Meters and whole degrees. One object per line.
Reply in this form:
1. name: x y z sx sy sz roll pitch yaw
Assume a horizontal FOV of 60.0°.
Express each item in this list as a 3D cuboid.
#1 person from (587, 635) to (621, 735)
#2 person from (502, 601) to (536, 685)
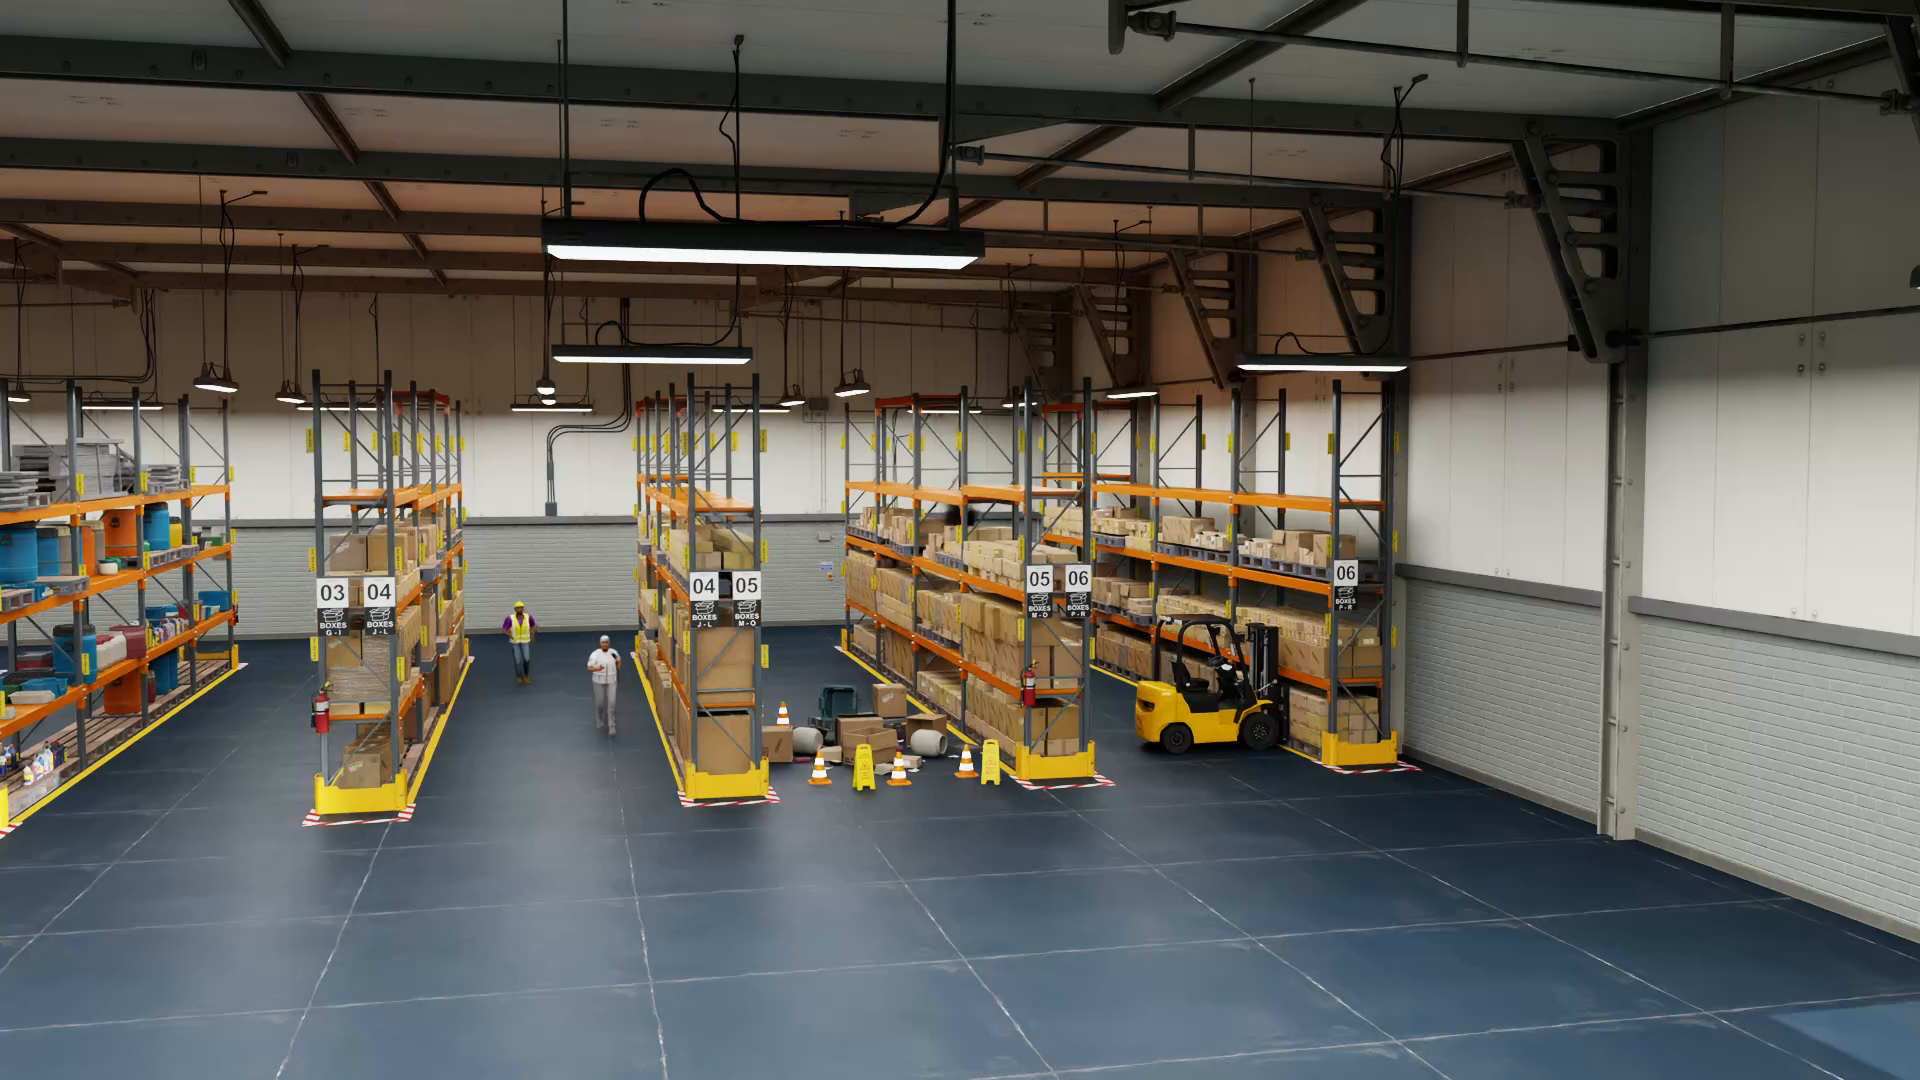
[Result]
1. person: -6.132 2.479 28.744 0.602 1.663 0.913 -1 3 -19
2. person: -9.113 2.142 34.424 0.691 1.745 0.649 -1 3 -18
